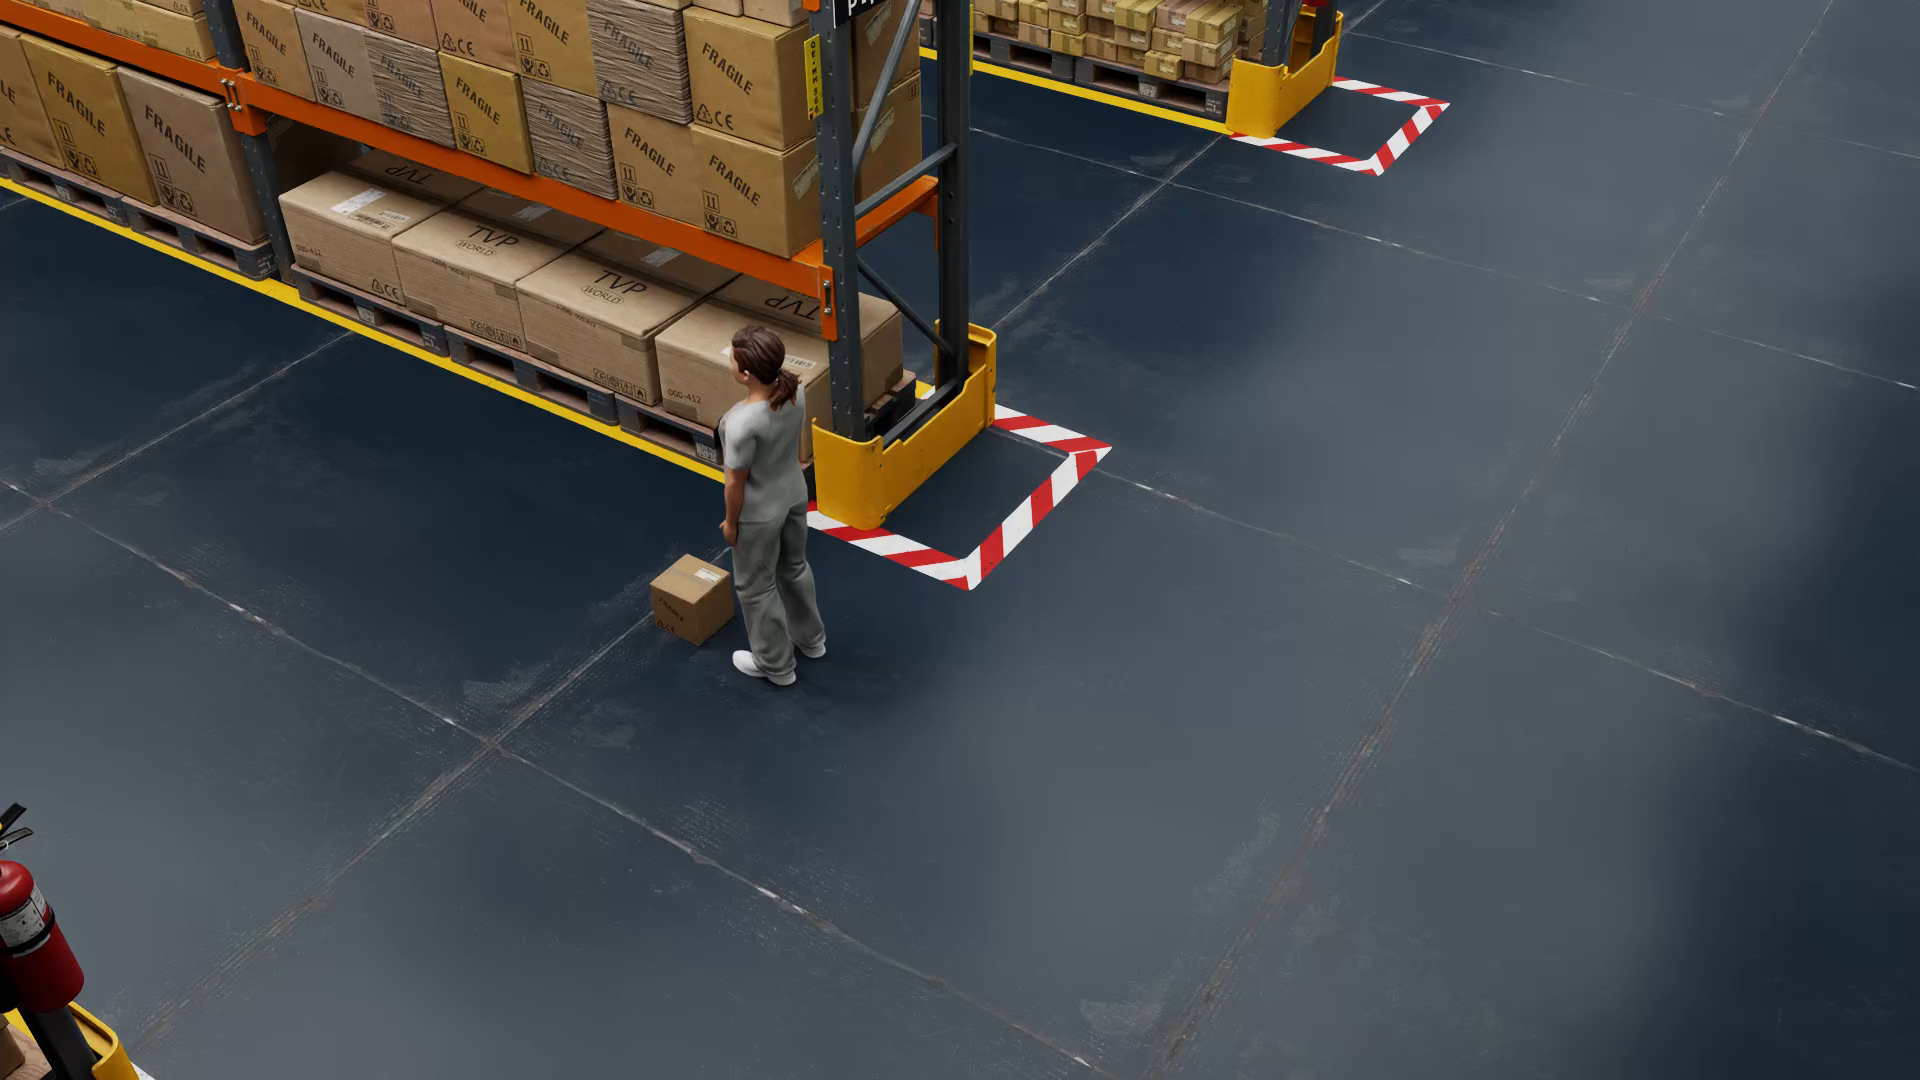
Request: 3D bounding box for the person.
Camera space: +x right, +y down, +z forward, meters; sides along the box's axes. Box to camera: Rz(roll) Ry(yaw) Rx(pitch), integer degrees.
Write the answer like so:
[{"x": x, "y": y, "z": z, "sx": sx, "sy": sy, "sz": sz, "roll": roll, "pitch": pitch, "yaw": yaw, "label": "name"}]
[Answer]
[{"x": -0.770, "y": -0.127, "z": 6.657, "sx": 0.348, "sy": 1.670, "sz": 0.437, "roll": 23, "pitch": 44, "yaw": 26, "label": "person"}]
